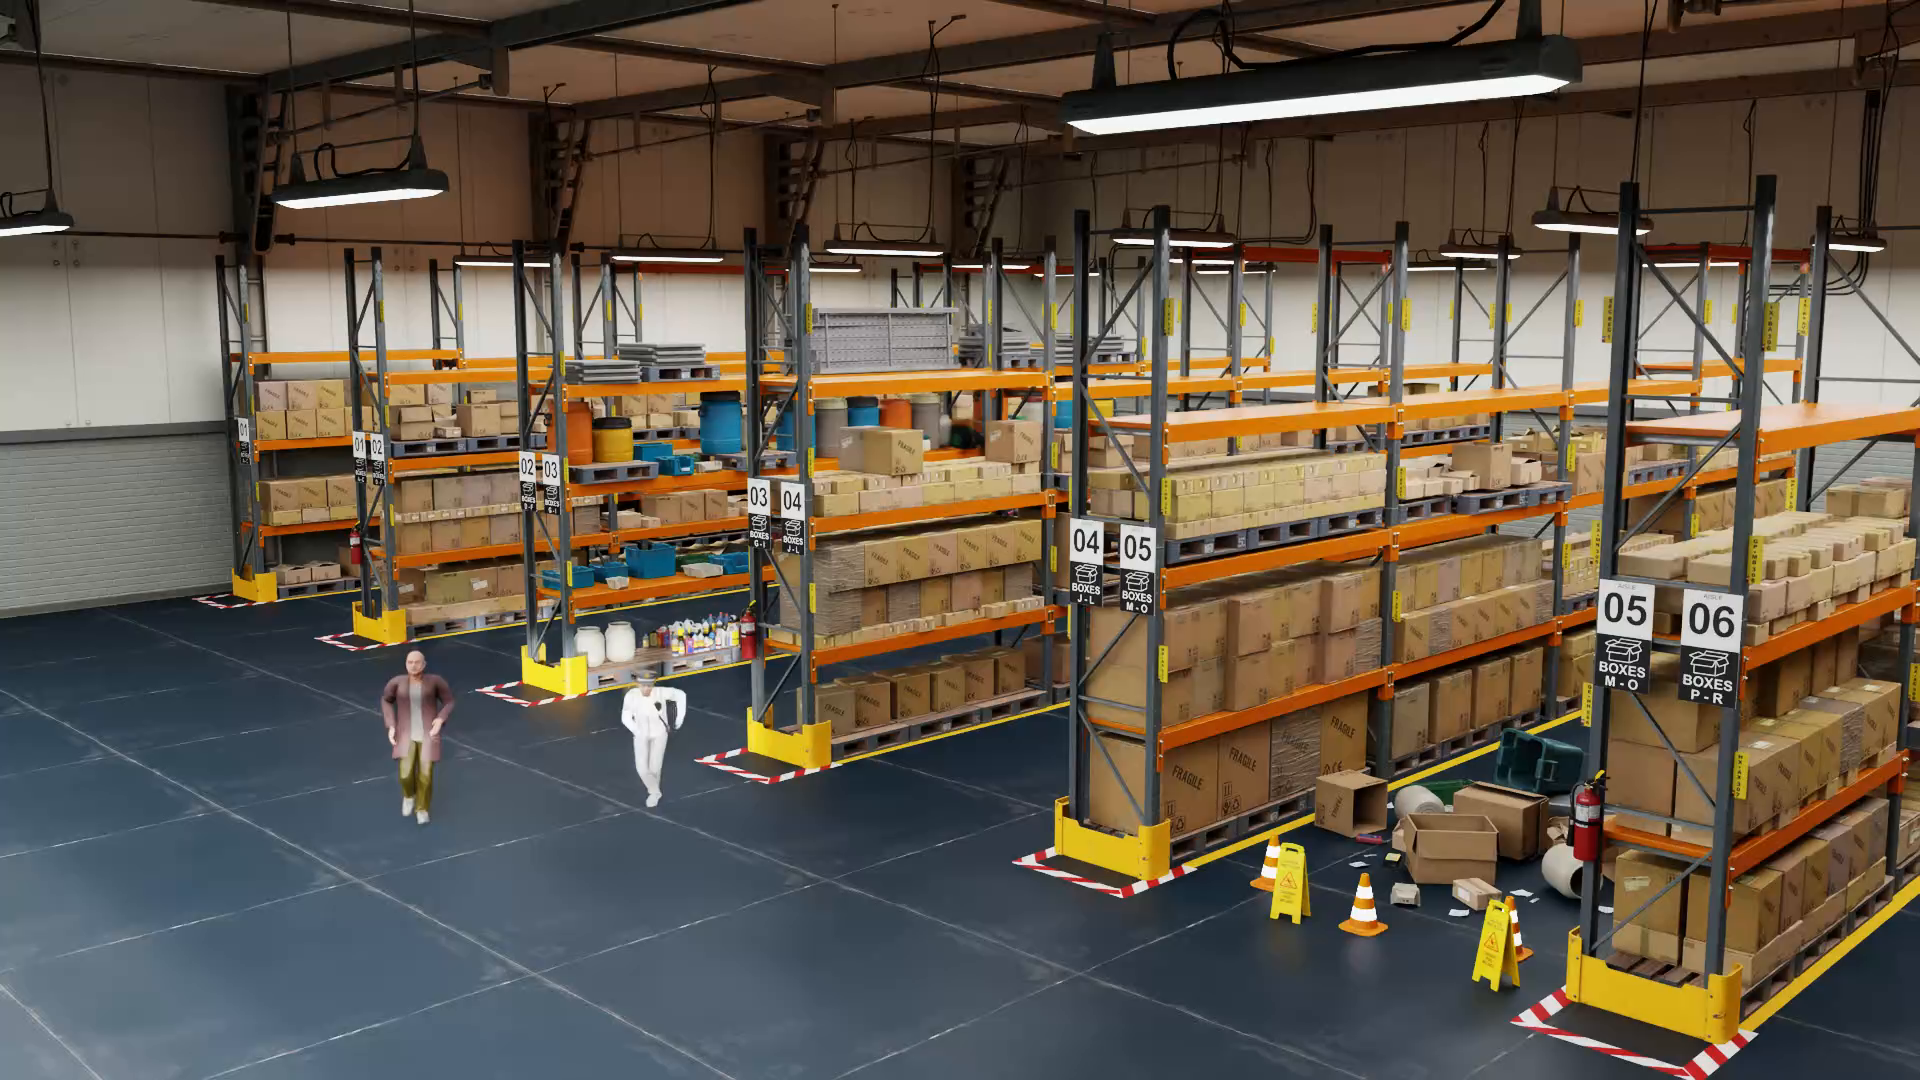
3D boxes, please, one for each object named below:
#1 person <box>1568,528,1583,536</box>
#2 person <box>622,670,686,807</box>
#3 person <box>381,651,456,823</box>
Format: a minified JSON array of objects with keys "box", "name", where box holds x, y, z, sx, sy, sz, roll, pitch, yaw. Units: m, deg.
[{"box":[9.593,0.680,25.954,0.725,1.751,0.546,-7,11,-42],"name":"person"},{"box":[-3.125,2.033,17.016,0.635,1.525,0.762,0,8,-3],"name":"person"},{"box":[-5.395,1.966,16.587,0.723,1.746,0.629,-2,8,-15],"name":"person"}]
